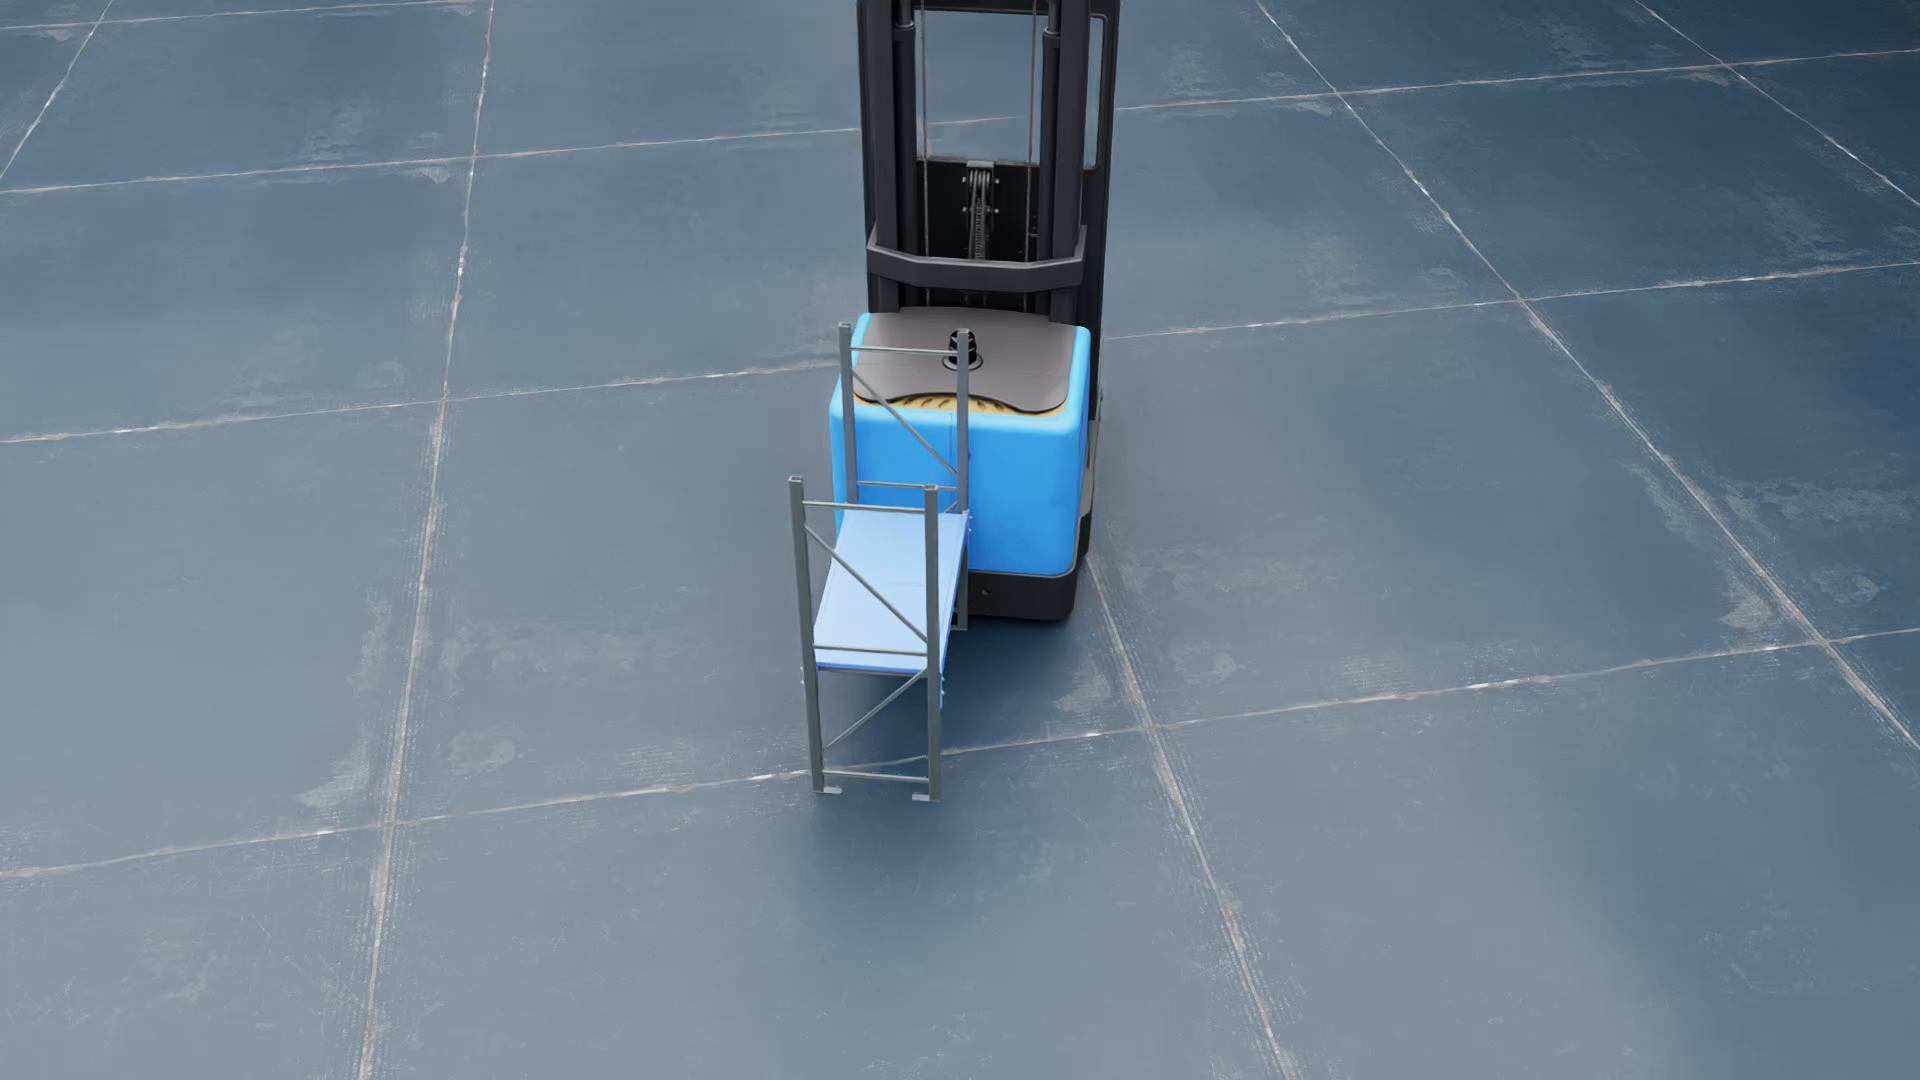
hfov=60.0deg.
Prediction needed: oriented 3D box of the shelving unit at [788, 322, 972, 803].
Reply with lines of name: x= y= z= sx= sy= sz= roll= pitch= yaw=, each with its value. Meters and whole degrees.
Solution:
shelving unit: x=-0.270 y=0.091 z=6.410 sx=0.538 sy=1.500 sz=1.048 roll=4 pitch=38 yaw=5

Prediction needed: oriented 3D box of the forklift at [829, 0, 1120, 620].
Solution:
forklift: x=0.146 y=-1.706 z=7.557 sx=1.130 sy=2.935 sz=3.031 roll=4 pitch=38 yaw=6

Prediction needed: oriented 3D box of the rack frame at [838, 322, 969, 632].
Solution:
rack frame: x=-0.216 y=-0.219 z=6.809 sx=0.500 sy=1.500 sz=0.032 roll=4 pitch=38 yaw=5

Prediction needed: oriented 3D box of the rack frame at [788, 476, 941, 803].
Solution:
rack frame: x=-0.324 y=0.401 z=6.011 sx=0.500 sy=1.500 sz=0.032 roll=4 pitch=38 yaw=5

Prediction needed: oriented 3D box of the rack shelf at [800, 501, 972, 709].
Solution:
rack shelf: x=-0.270 y=0.233 z=6.520 sx=0.538 sy=0.185 sz=1.000 roll=4 pitch=38 yaw=5
